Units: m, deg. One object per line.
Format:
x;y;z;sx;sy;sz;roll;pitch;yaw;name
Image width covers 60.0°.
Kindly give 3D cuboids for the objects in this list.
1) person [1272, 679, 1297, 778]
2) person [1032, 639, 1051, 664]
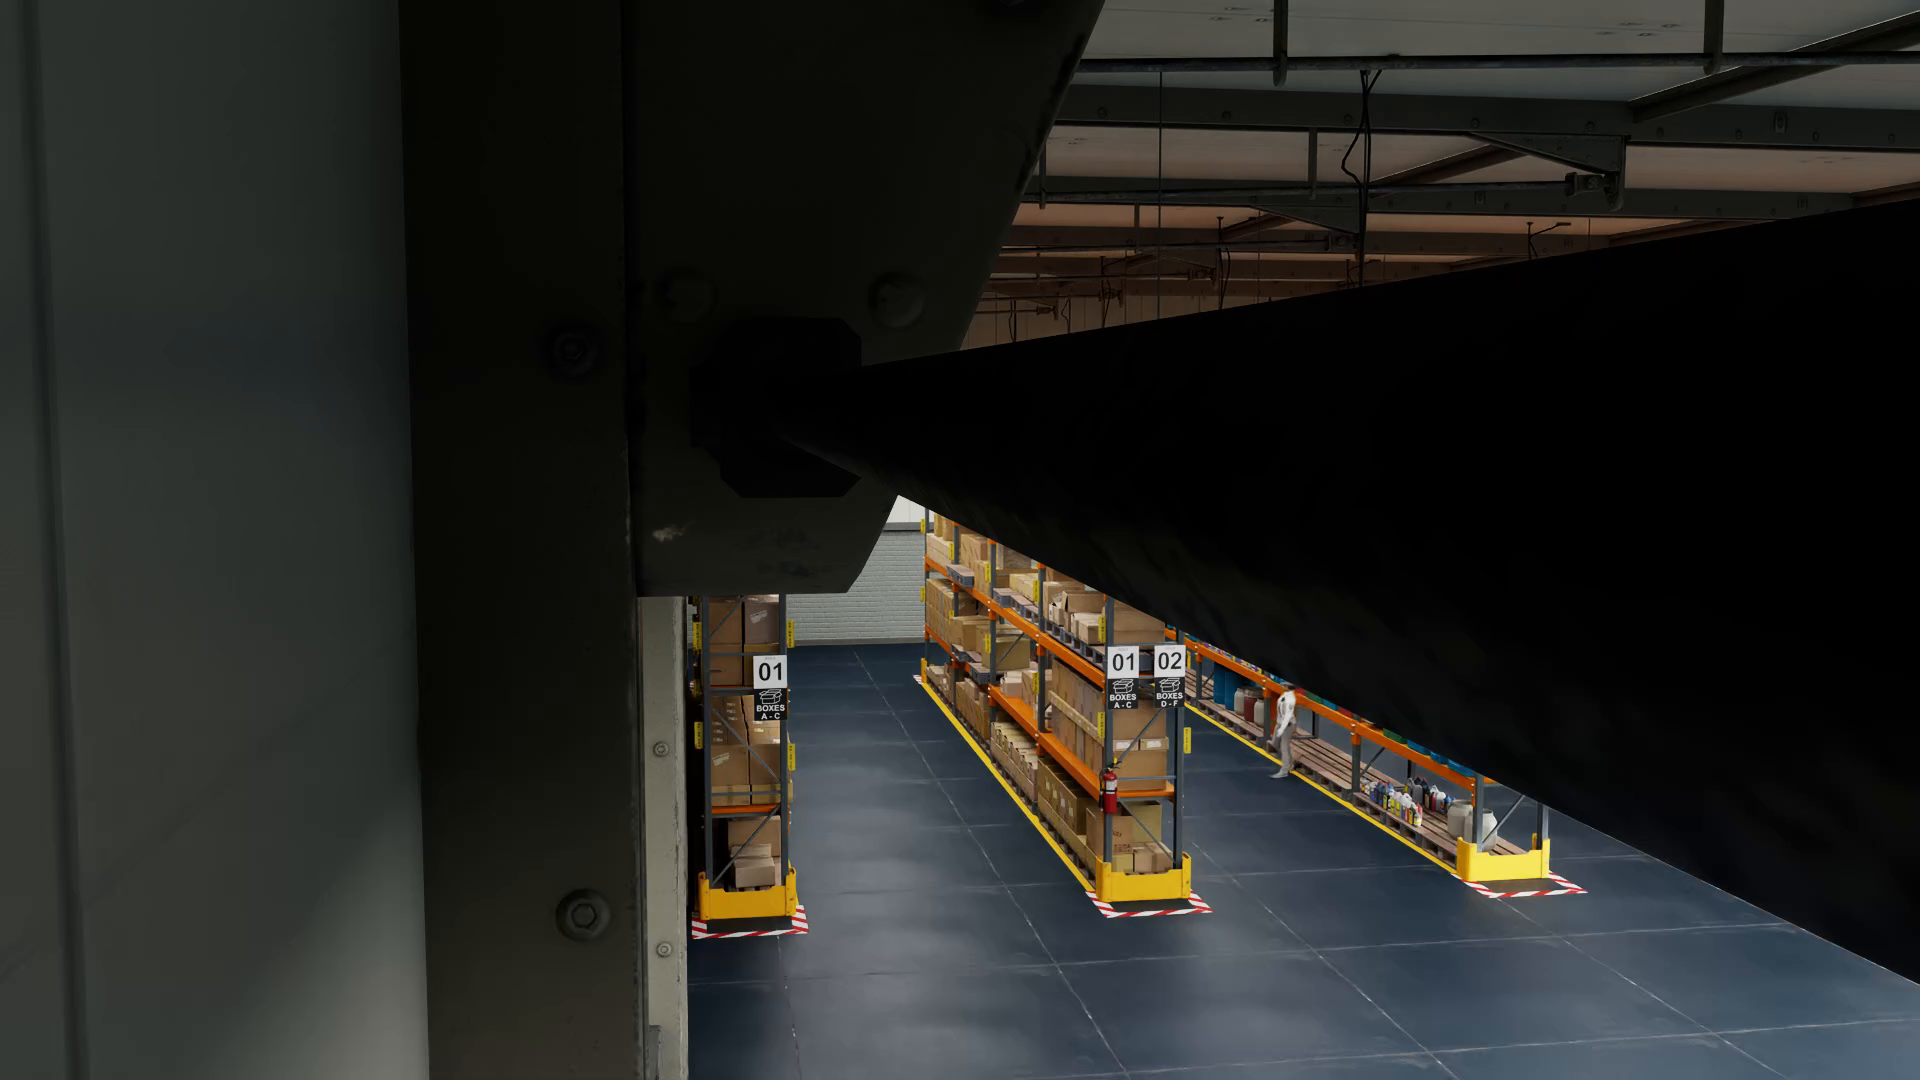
5.361;3.094;27.488;0.448;1.686;0.548;-1;5;-8;person
1.717;2.378;35.093;0.405;1.734;0.543;2;5;22;person
